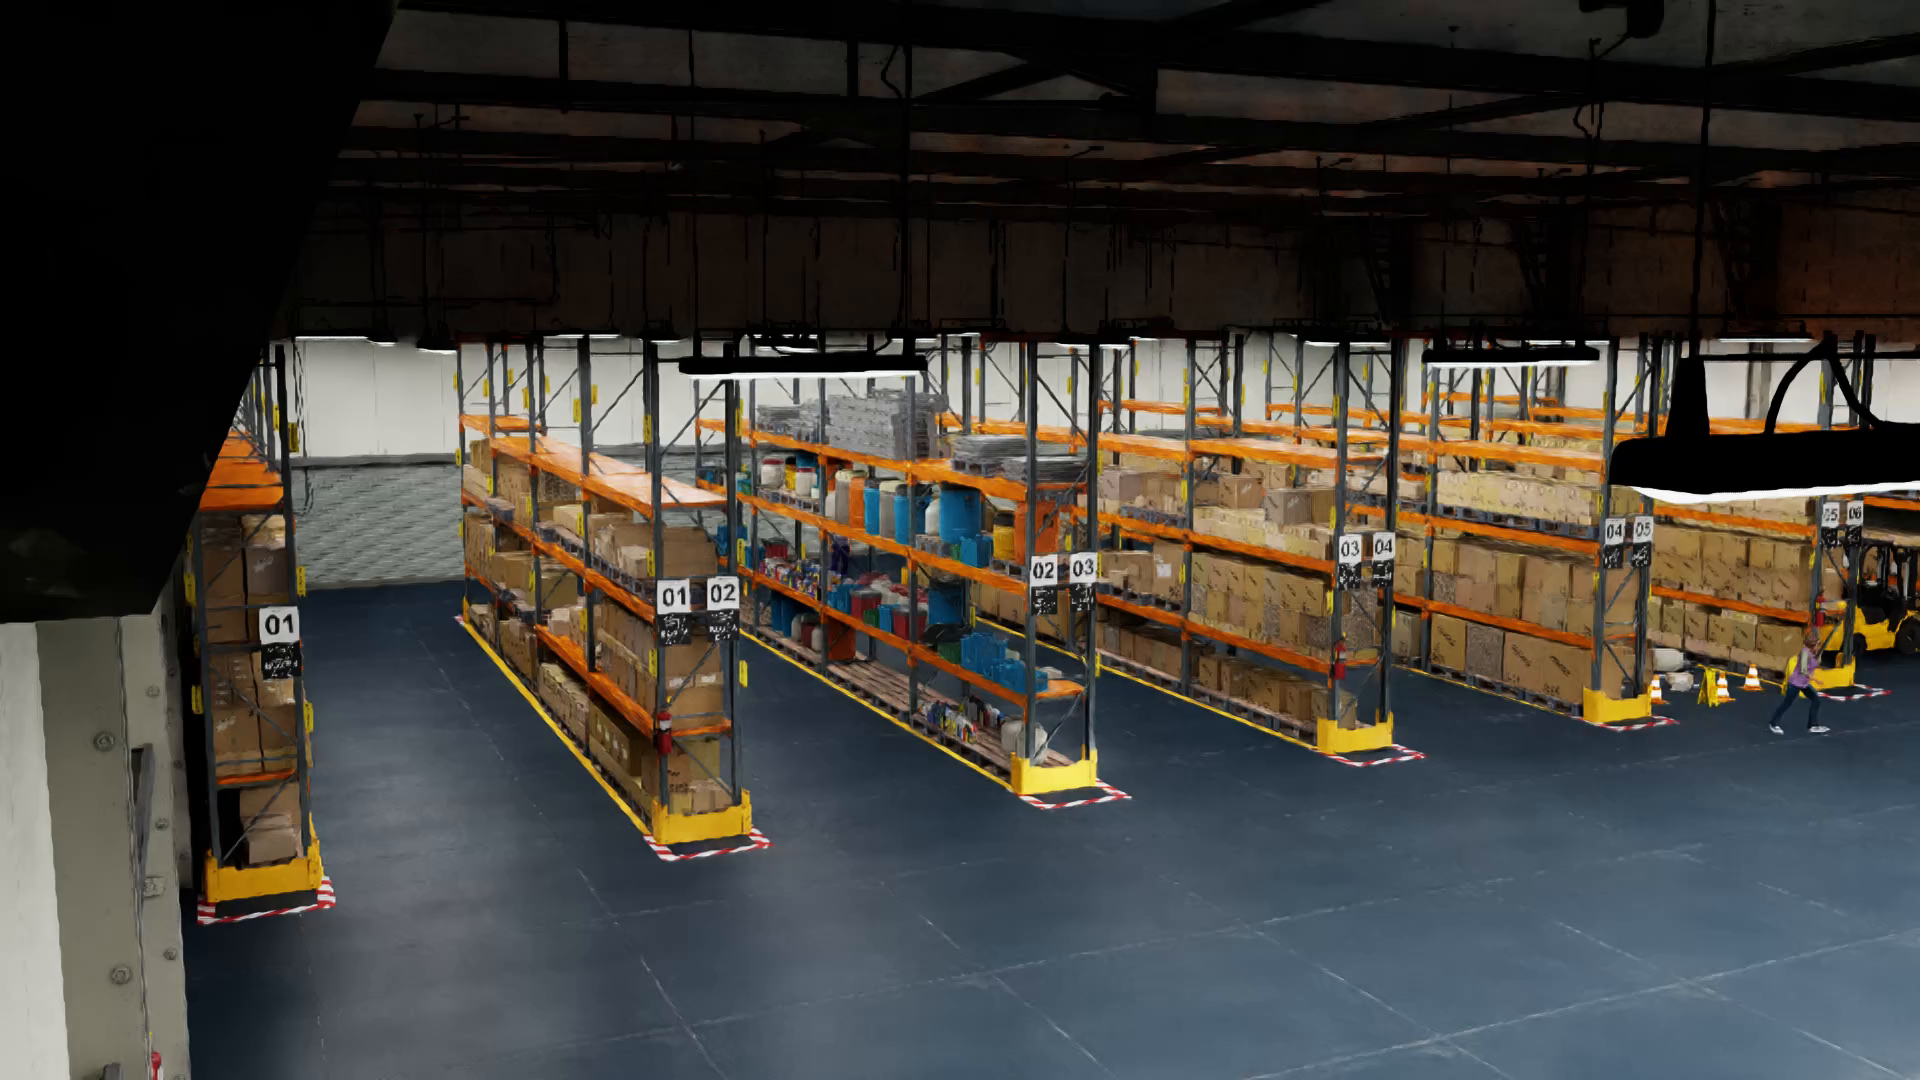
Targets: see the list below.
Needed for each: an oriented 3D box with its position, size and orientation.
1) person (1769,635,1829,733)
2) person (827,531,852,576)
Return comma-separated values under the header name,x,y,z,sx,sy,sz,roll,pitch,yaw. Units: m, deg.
name,x,y,z,sx,sy,sz,roll,pitch,yaw
person,12.748,2.175,25.216,0.574,1.535,0.749,-8,11,-44
person,-2.857,0.222,39.553,0.625,1.596,0.510,-4,9,-26
